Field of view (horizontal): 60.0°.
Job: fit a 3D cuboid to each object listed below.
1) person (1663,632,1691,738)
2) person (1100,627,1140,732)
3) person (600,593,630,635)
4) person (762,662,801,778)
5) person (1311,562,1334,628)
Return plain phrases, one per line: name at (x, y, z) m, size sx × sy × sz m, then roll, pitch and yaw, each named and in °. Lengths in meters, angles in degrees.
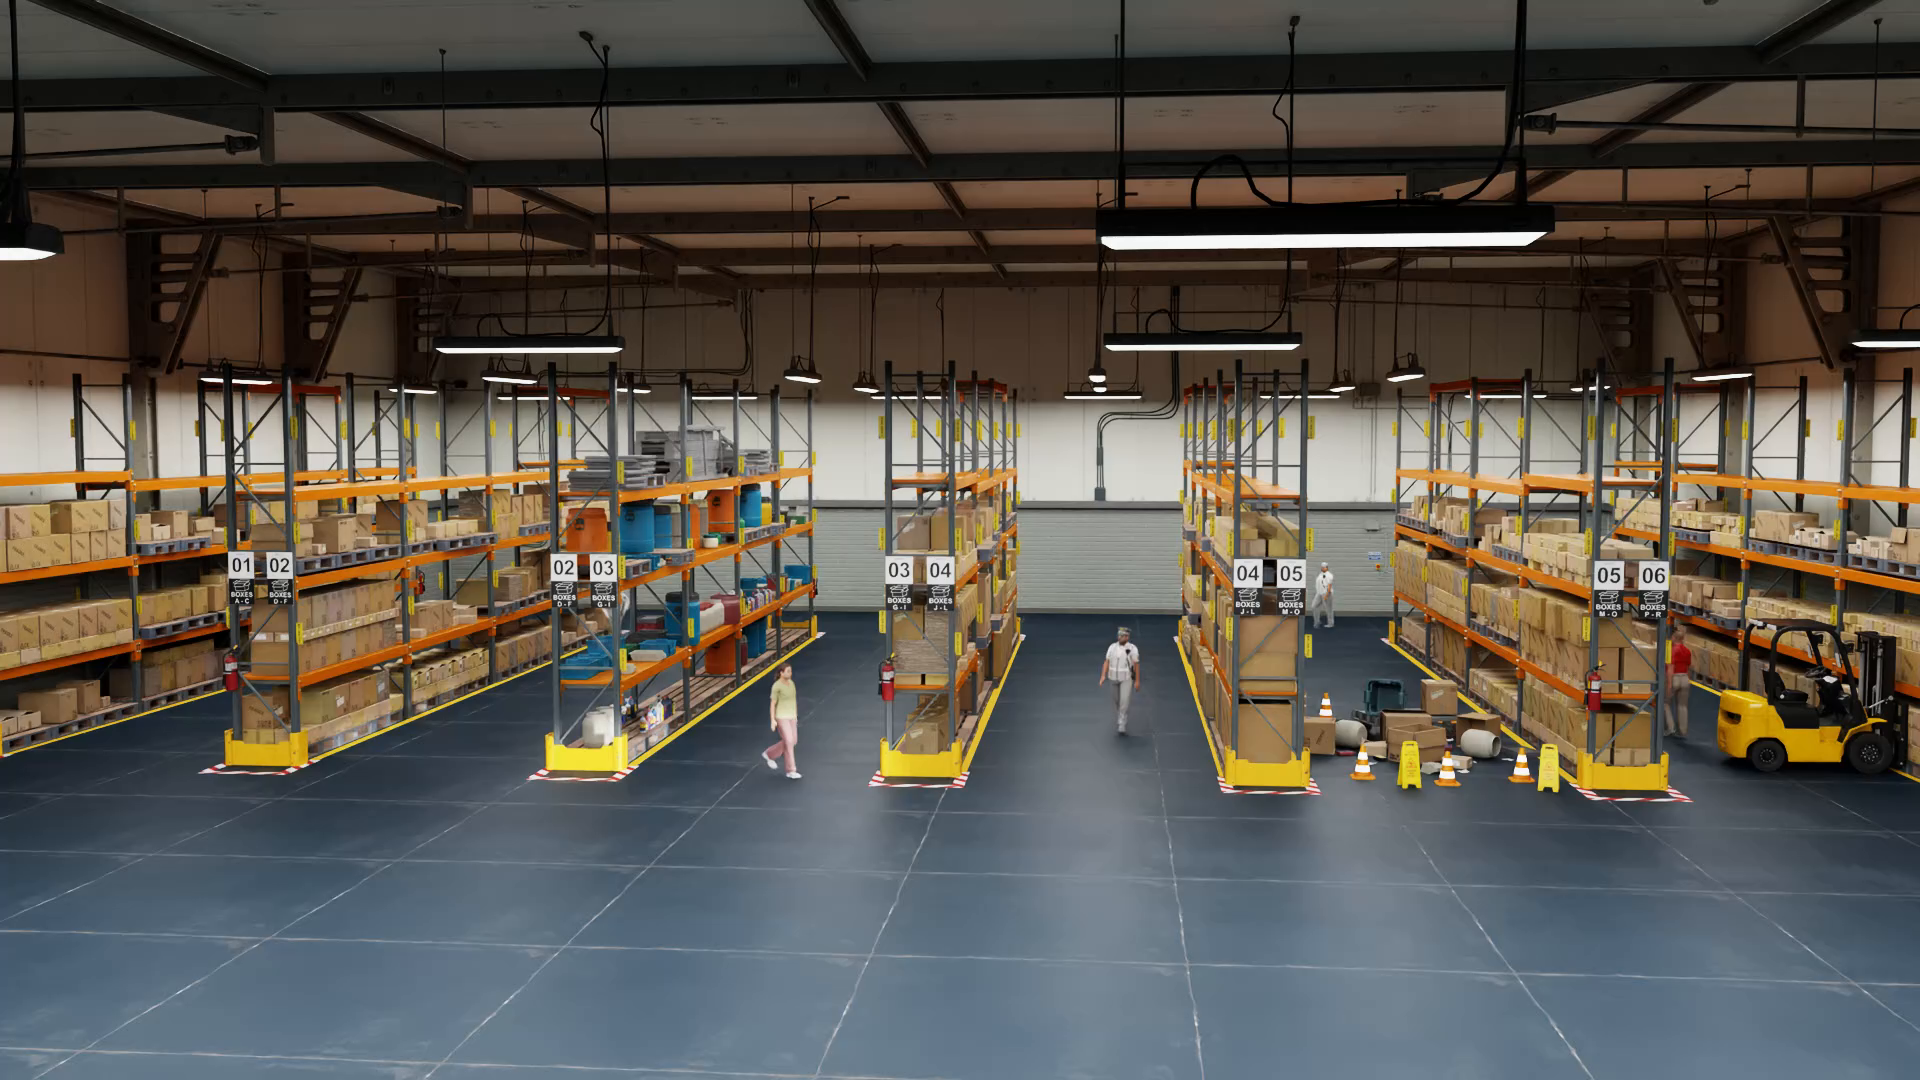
person at (11.692, 2.379, 27.076) m, size 0.540 × 1.770 × 0.483 m, roll -1°, pitch 4°, yaw -12°
person at (2.654, 2.297, 27.737) m, size 0.617 × 1.696 × 1.054 m, roll 2°, pitch 4°, yaw 24°
person at (-7.835, 1.721, 37.813) m, size 0.590 × 1.601 × 0.701 m, roll 1°, pitch 4°, yaw 14°
person at (-2.552, 2.582, 24.104) m, size 0.832 × 1.645 × 0.498 m, roll 3°, pitch 5°, yaw 35°
person at (9.221, 1.428, 42.135) m, size 0.532 × 1.736 × 0.535 m, roll -2°, pitch 4°, yaw -26°
